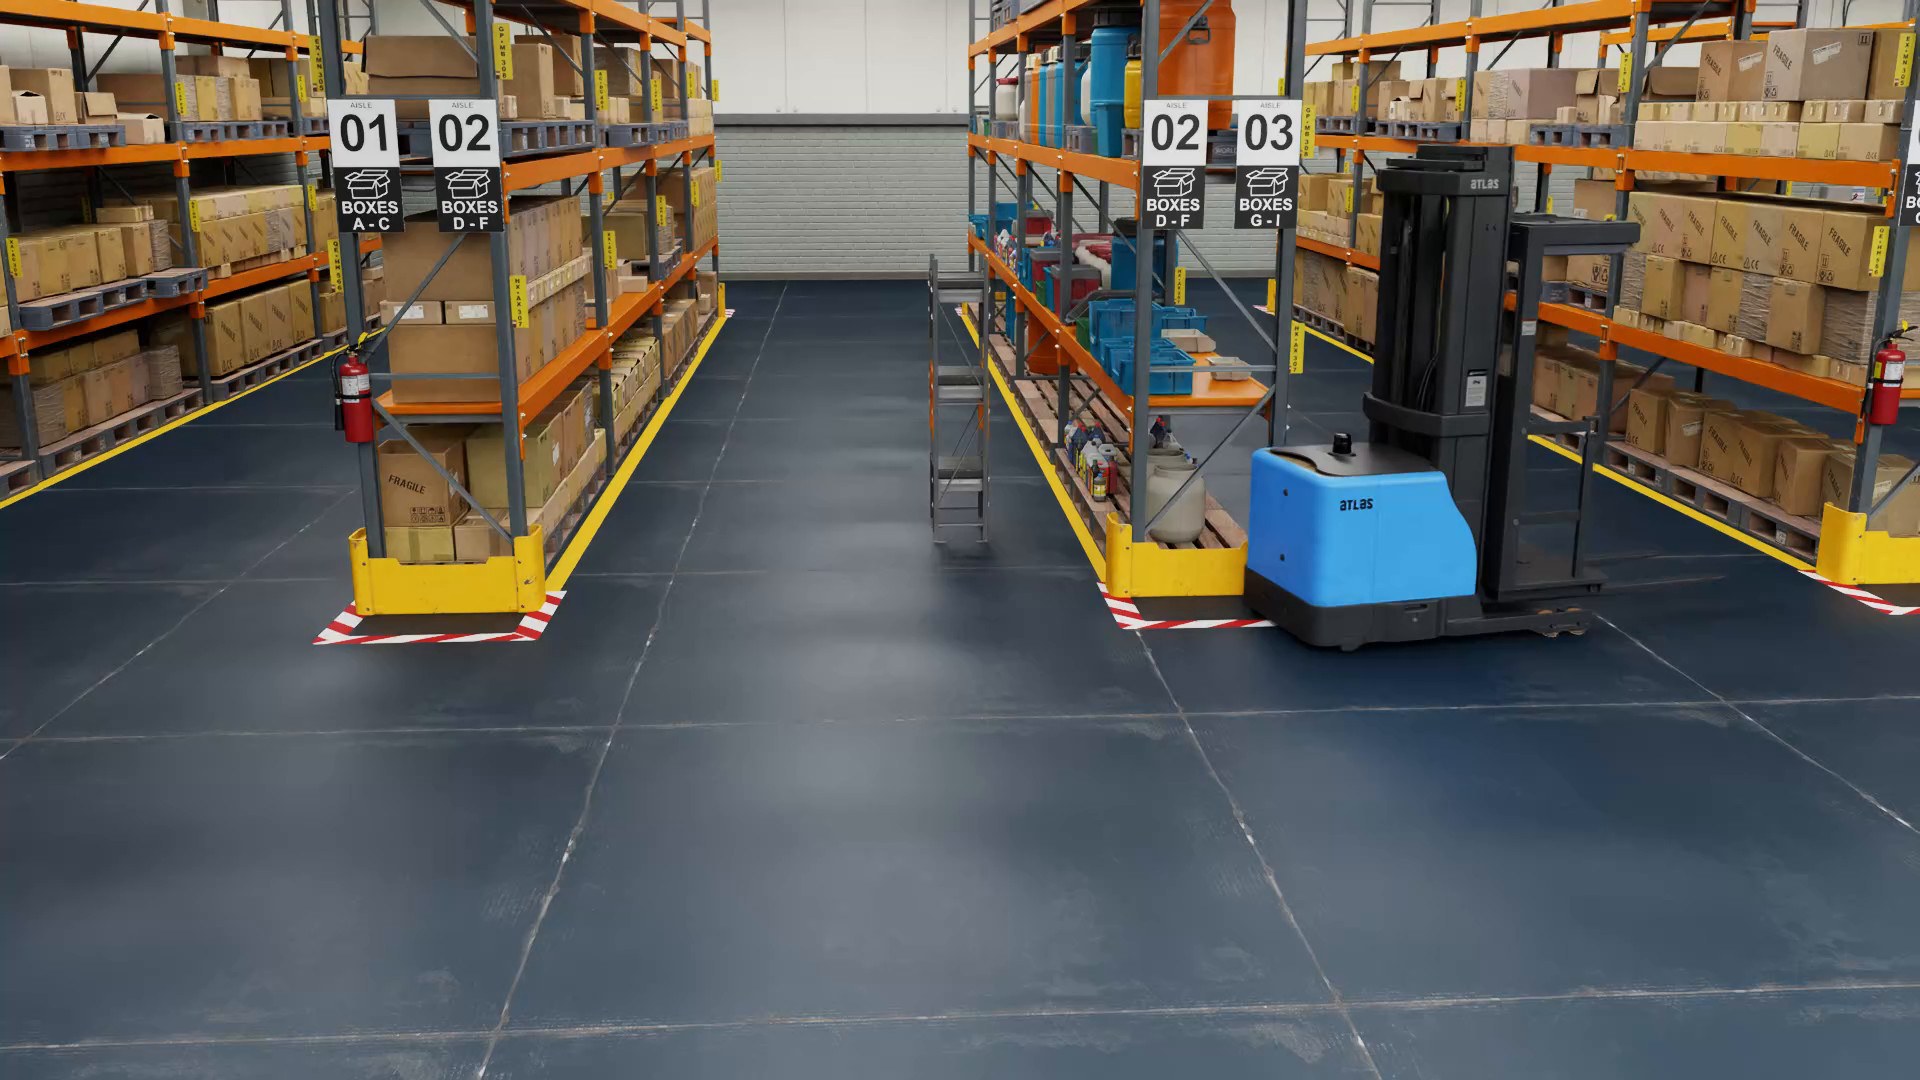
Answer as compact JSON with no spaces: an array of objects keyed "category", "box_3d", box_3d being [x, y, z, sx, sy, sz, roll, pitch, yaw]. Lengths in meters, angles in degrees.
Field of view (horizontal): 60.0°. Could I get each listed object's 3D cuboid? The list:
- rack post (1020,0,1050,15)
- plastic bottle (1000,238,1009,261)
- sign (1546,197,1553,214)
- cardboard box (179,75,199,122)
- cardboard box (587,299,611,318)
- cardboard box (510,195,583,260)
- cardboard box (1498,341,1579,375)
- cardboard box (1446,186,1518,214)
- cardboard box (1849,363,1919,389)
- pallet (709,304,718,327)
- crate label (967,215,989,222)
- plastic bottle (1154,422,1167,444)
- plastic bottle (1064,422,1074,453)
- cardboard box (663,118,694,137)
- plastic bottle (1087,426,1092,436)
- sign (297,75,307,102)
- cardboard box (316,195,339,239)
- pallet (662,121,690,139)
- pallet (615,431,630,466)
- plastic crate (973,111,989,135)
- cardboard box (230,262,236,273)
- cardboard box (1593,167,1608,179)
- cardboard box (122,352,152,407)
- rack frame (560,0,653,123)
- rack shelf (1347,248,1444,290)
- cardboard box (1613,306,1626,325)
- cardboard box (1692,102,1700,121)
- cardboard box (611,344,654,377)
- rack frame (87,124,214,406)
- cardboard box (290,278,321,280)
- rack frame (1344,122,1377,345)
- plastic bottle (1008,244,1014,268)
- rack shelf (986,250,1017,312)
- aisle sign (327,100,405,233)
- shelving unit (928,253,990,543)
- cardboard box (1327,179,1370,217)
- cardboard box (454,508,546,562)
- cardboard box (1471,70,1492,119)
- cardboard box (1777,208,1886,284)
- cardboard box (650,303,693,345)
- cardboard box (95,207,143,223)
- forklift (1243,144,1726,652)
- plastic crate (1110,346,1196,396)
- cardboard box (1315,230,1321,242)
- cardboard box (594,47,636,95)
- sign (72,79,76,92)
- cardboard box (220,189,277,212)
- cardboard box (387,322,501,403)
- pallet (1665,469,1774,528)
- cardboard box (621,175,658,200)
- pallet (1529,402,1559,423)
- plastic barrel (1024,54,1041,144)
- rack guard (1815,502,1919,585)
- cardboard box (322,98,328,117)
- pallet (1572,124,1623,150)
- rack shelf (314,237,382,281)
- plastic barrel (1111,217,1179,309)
[{"category":"rack post","box_3d":[1.175,-5.588,15.785,1.013,1.000,3.121,-1,14,-3]},{"category":"plastic bottle","box_3d":[0.593,-3.676,21.042,0.152,0.276,0.135,-1,14,-3]},{"category":"sign","box_3d":[6.619,-3.702,18.730,0.100,0.325,0.005,-1,14,-3]},{"category":"cardboard box","box_3d":[-8.926,-4.904,18.464,0.700,0.500,0.500,-2,15,-7]},{"category":"cardboard box","box_3d":[-3.412,-2.124,15.265,0.380,0.149,0.250,-1,14,-3]},{"category":"cardboard box","box_3d":[-3.528,-2.588,13.762,0.700,0.500,0.500,-1,14,-3]},{"category":"cardboard box","box_3d":[6.187,-1.867,17.897,0.700,0.500,0.500,-2,15,-8]},{"category":"cardboard box","box_3d":[6.049,-3.885,19.393,0.797,0.503,0.637,0,14,-2]},{"category":"cardboard box","box_3d":[6.350,-1.125,11.384,0.380,0.149,0.250,-1,14,-3]},{"category":"pallet","box_3d":[-4.250,-3.439,25.468,1.003,0.211,1.213,-1,14,-3]},{"category":"crate label","box_3d":[0.326,-4.963,26.013,0.416,0.233,0.303,-1,14,-3]},{"category":"plastic bottle","box_3d":[1.722,-0.824,14.143,0.144,0.351,0.185,-2,15,-6]},{"category":"plastic bottle","box_3d":[0.965,-0.903,14.610,0.097,0.271,0.097,0,14,0]},{"category":"cardboard box","box_3d":[-3.840,-5.516,22.228,0.500,0.250,0.500,-1,14,-3]},{"category":"plastic bottle","box_3d":[1.118,-0.831,14.304,0.061,0.283,0.133,-1,14,-3]},{"category":"sign","box_3d":[-8.460,-5.800,21.362,0.100,0.325,0.005,-1,14,-3]},{"category":"cardboard box","box_3d":[-9.058,-4.396,22.991,0.980,0.700,0.700,-1,14,-5]},{"category":"pallet","box_3d":[-4.087,-5.210,21.113,1.213,0.211,1.003,-1,14,-3]},{"category":"pallet","box_3d":[-3.646,-0.854,15.422,1.003,0.211,1.213,-1,14,-3]},{"category":"plastic crate","box_3d":[0.459,-6.120,24.399,0.504,0.338,0.767,-1,14,-3]},{"category":"cardboard box","box_3d":[-8.645,-3.168,19.284,0.380,0.149,0.250,-1,14,-2]},{"category":"cardboard box","box_3d":[10.302,-5.771,26.131,0.500,0.500,0.500,-1,14,-4]},{"category":"cardboard box","box_3d":[-8.741,-1.634,16.990,0.700,0.500,0.500,-1,14,-4]},{"category":"rack frame","box_3d":[-3.809,-5.922,17.484,1.000,3.000,0.127,-1,14,-3]},{"category":"rack shelf","box_3d":[5.954,-3.318,20.845,1.077,0.370,4.000,-1,14,-3]},{"category":"cardboard box","box_3d":[6.039,-1.994,14.761,0.380,0.149,0.250,-1,14,-3]},{"category":"cardboard box","box_3d":[6.177,-3.468,13.467,0.380,0.149,0.250,0,14,-2]},{"category":"cardboard box","box_3d":[-3.492,-1.904,17.458,0.500,0.311,0.500,-1,14,-4]},{"category":"rack frame","box_3d":[-8.753,-2.939,17.931,1.000,3.000,0.127,-1,14,-3]},{"category":"cardboard box","box_3d":[-9.186,-3.586,23.316,0.380,0.149,0.250,-1,14,-5]},{"category":"rack frame","box_3d":[5.830,-4.164,22.689,1.000,3.000,0.127,-1,14,-3]},{"category":"plastic bottle","box_3d":[0.613,-3.414,20.010,0.061,0.283,0.133,-1,14,-3]},{"category":"rack shelf","box_3d":[1.011,-3.241,20.548,1.077,0.370,4.000,-1,14,-3]},{"category":"aisle sign","box_3d":[-3.603,-2.265,10.094,0.394,0.787,0.004,-1,14,-3]},{"category":"shelving unit","box_3d":[-0.010,-1.058,12.425,0.431,2.100,0.503,-1,14,-3]},{"category":"cardboard box","box_3d":[5.508,-4.833,23.490,0.500,0.500,0.500,-1,14,-3]},{"category":"cardboard box","box_3d":[-3.125,-0.036,11.321,0.500,0.250,0.500,-1,14,-3]},{"category":"cardboard box","box_3d":[5.851,-4.791,17.904,0.500,0.500,0.500,-1,14,-3]},{"category":"cardboard box","box_3d":[6.256,-2.113,11.915,0.500,0.500,0.500,-1,14,-3]},{"category":"cardboard box","box_3d":[-3.718,-2.773,21.416,0.500,0.500,0.500,-1,14,-3]},{"category":"cardboard box","box_3d":[-8.667,-3.350,17.141,0.380,0.149,0.250,-3,15,-13]},{"category":"forklift","box_3d":[3.393,-0.944,10.312,3.031,2.935,1.130,-4,15,-15]},{"category":"plastic crate","box_3d":[1.301,-1.151,11.277,0.499,0.251,0.616,-1,14,-3]},{"category":"cardboard box","box_3d":[5.405,-4.432,24.237,0.380,0.149,0.250,-1,14,-4]},{"category":"cardboard box","box_3d":[-3.830,-5.111,18.143,0.500,0.500,0.500,-1,14,-3]},{"category":"sign","box_3d":[-9.308,-4.674,17.457,0.100,0.325,0.005,-1,14,-3]},{"category":"cardboard box","box_3d":[-8.663,-4.133,20.228,0.500,0.250,0.500,-1,14,-2]},{"category":"cardboard box","box_3d":[-3.330,-1.192,10.938,0.700,0.500,0.500,-1,14,-3]},{"category":"pallet","box_3d":[6.482,-0.353,13.474,1.003,0.211,1.213,-1,14,-3]},{"category":"cardboard box","box_3d":[-4.347,-4.666,22.434,0.500,0.500,0.500,-1,14,-3]},{"category":"pallet","box_3d":[6.198,-1.321,17.238,1.003,0.211,1.213,-1,14,-3]},{"category":"plastic barrel","box_3d":[0.969,-4.580,17.282,0.600,0.901,0.600,0,14,0]},{"category":"rack guard","box_3d":[6.569,0.013,11.474,1.175,0.500,0.348,-1,14,-3]},{"category":"cardboard box","box_3d":[-8.798,-5.869,22.554,0.500,0.250,0.500,-1,14,-5]},{"category":"pallet","box_3d":[6.394,-3.691,15.209,1.213,0.211,1.003,-1,14,-3]},{"category":"rack shelf","box_3d":[-9.125,-4.083,23.820,1.077,0.370,4.000,-1,14,-3]},{"category":"plastic barrel","box_3d":[1.661,-2.441,14.988,0.600,0.901,0.708,-1,14,-3]}]
